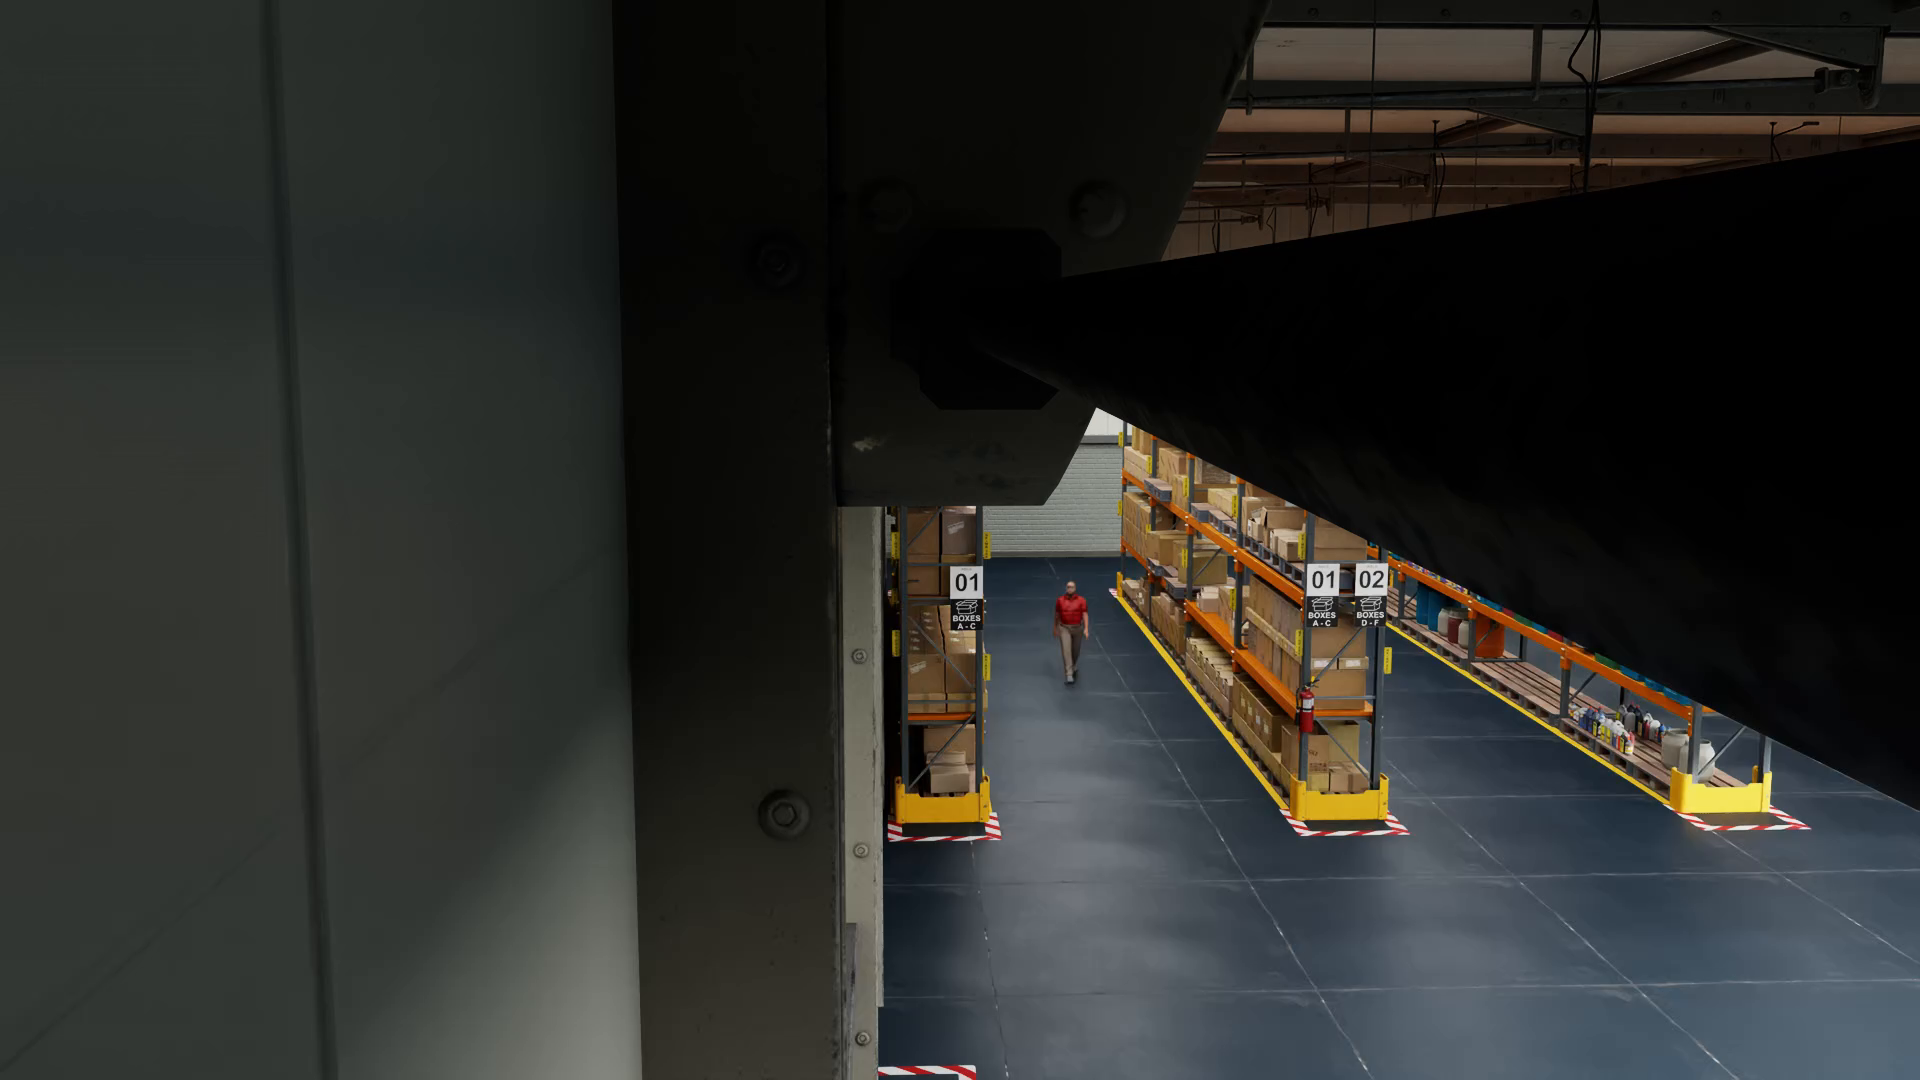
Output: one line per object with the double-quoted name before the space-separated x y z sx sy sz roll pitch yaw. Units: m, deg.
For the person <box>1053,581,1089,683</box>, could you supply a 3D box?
"person" 1.895 1.532 28.321 0.569 1.674 1.086 -1 8 -7
